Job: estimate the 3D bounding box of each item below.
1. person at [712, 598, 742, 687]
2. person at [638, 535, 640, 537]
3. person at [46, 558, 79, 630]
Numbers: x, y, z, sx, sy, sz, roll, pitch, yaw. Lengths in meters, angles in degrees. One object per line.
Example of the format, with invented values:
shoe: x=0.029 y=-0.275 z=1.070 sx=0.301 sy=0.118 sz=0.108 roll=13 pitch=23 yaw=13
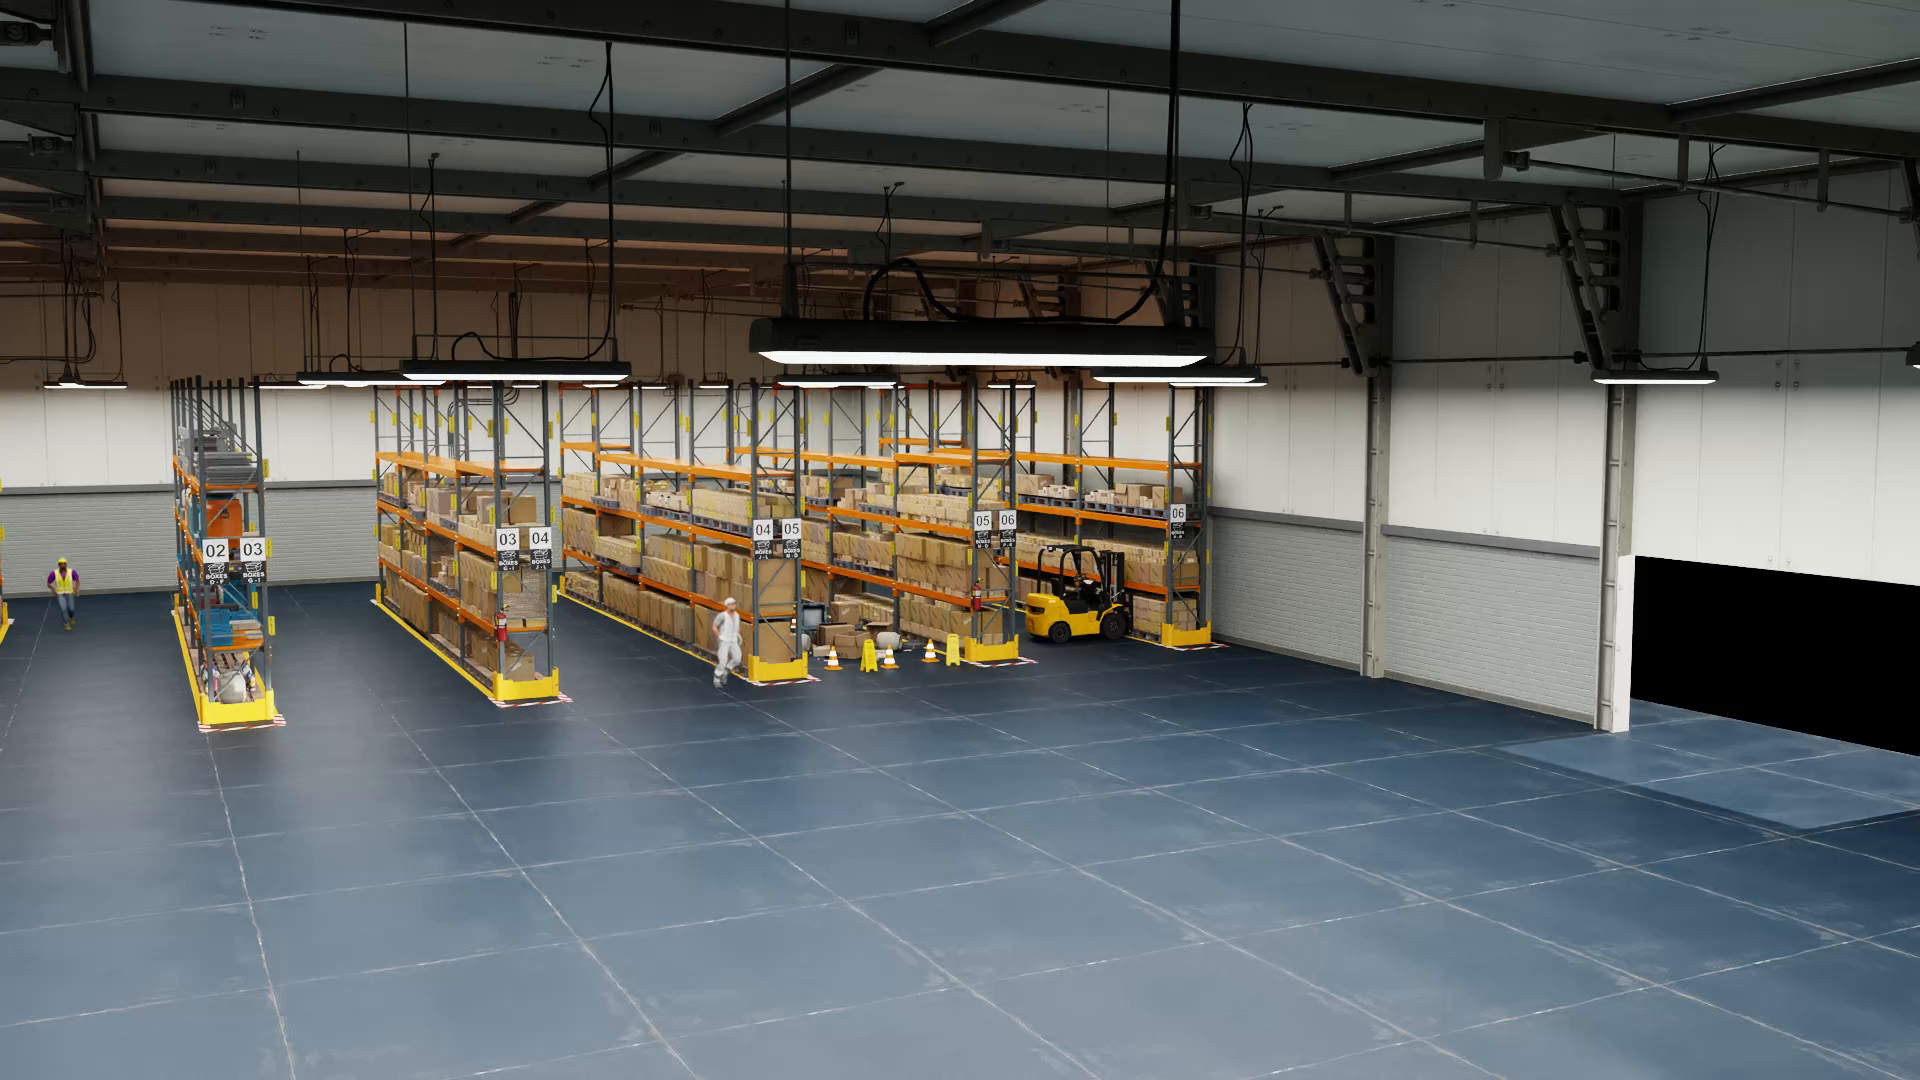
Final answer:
person: x=-4.466 y=1.988 z=32.330 sx=0.719 sy=1.728 sz=0.534 roll=-4 pitch=7 yaw=-41
person: x=-9.180 y=0.690 z=47.692 sx=0.630 sy=1.654 sz=0.762 roll=-2 pitch=6 yaw=-26
person: x=-21.619 y=1.299 z=40.102 sx=0.708 sy=1.734 sz=0.588 roll=-3 pitch=6 yaw=-31
